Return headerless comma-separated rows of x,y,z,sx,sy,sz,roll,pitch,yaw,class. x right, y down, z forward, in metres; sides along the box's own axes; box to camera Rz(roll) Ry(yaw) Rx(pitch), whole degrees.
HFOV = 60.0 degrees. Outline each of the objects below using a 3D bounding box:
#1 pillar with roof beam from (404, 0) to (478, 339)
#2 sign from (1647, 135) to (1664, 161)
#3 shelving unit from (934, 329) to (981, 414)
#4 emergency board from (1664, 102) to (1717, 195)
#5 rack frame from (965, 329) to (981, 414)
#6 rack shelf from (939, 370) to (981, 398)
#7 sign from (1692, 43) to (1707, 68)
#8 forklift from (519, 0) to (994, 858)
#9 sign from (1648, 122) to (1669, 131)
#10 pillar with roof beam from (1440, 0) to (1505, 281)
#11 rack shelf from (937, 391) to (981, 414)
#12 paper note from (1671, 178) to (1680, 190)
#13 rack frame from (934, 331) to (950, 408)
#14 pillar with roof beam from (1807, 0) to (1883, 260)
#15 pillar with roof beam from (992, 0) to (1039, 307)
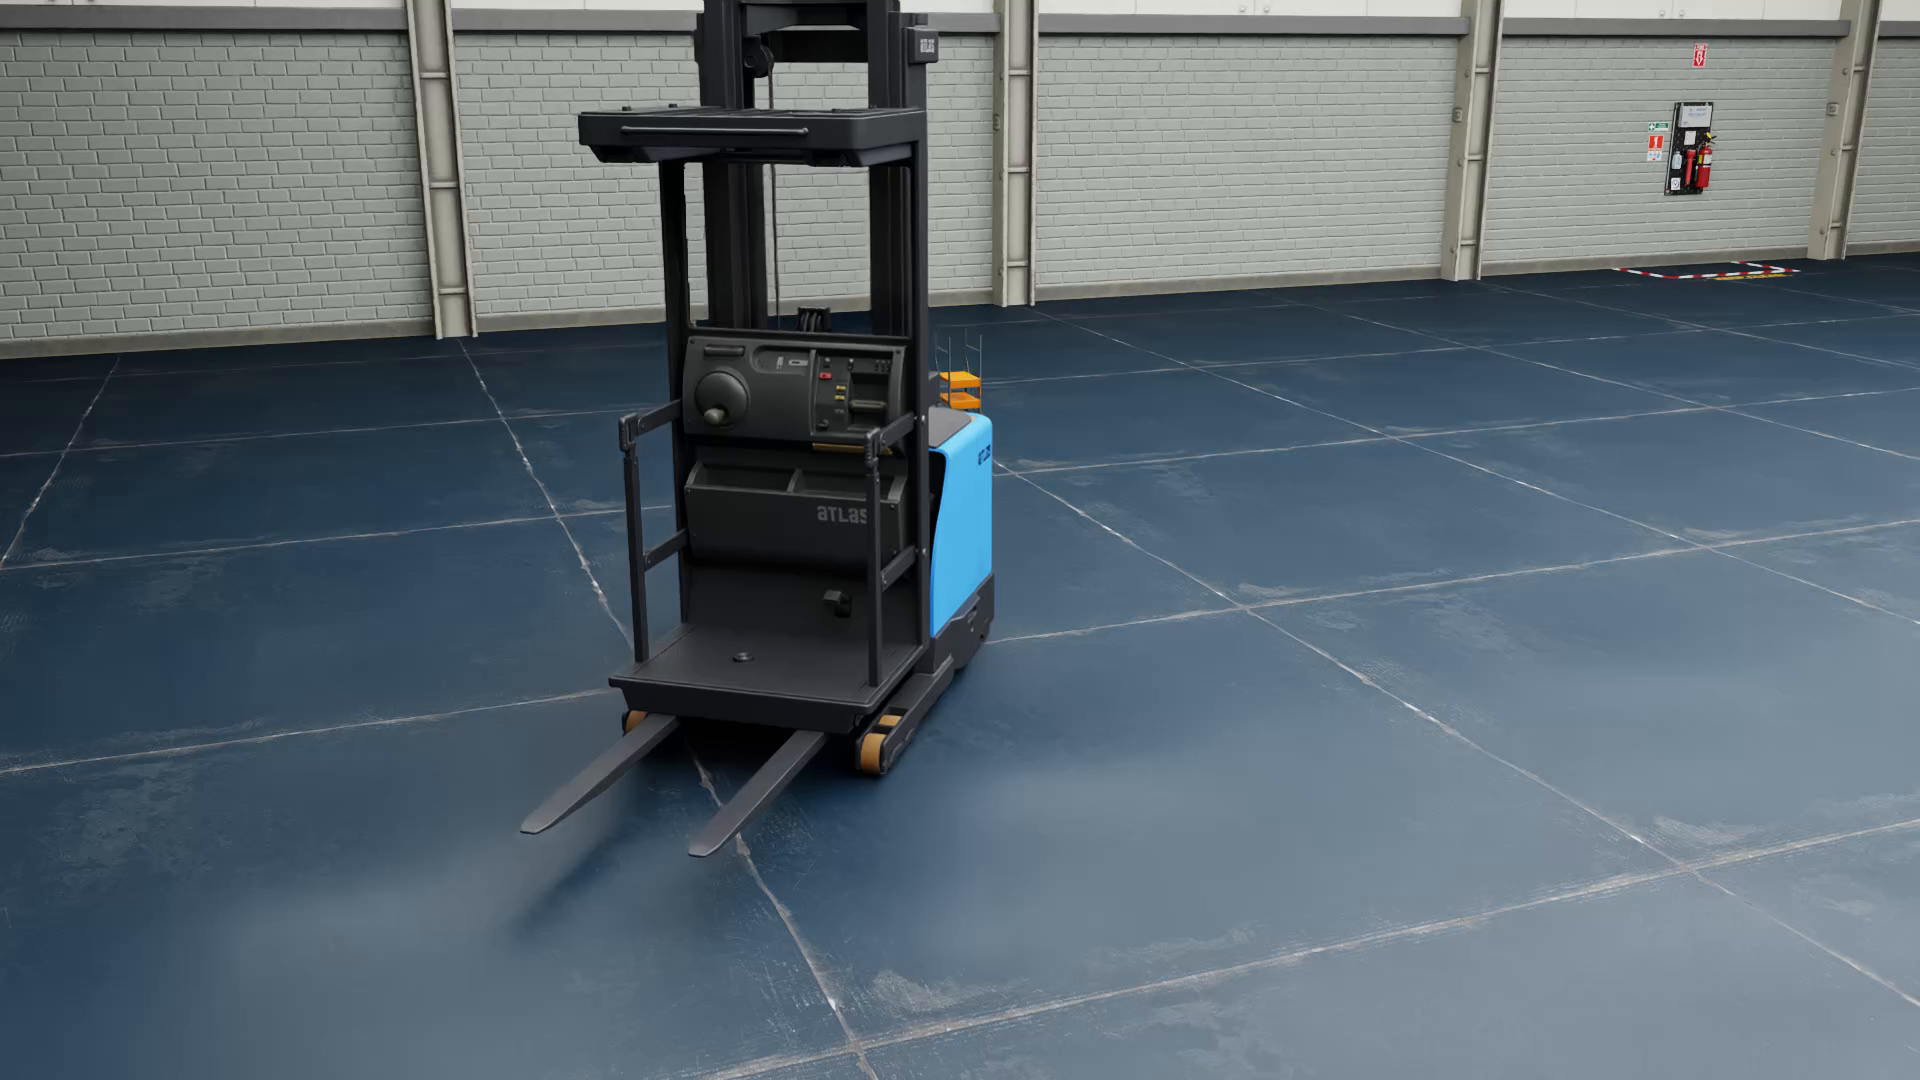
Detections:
-3.465,-5.215,11.387,0.400,9.000,9.100,-6,17,-20,pillar with roof beam
8.928,-5.034,21.353,0.234,0.329,0.001,-6,17,-20,sign
-0.014,-0.574,9.424,0.189,1.200,0.258,-6,17,-20,shelving unit
9.482,-5.045,21.455,0.643,1.169,0.194,-6,17,-20,emergency board
0.072,-0.583,9.456,0.006,1.200,0.240,-6,17,-20,rack frame
-0.014,-0.877,9.335,0.180,0.103,0.258,-6,17,-20,rack shelf
9.438,-6.183,21.215,0.199,0.298,0.001,-6,17,-20,sign
-0.729,-0.611,6.478,1.130,2.935,3.031,5,17,15,forklift
8.936,-5.286,21.272,0.331,0.109,0.001,-6,17,-20,sign
7.741,-6.425,15.507,0.400,9.000,9.100,-6,17,-20,pillar with roof beam
-0.014,-0.762,9.369,0.180,0.103,0.258,-6,17,-20,rack shelf
9.292,-4.623,21.581,0.142,0.148,0.016,-6,17,-20,paper note
-0.099,-0.565,9.393,0.006,1.200,0.240,-6,17,-20,rack frame
13.343,-7.030,17.567,0.400,9.000,9.100,-6,17,-20,pillar with roof beam
2.138,-5.820,13.447,0.400,9.000,9.100,-6,17,-20,pillar with roof beam
